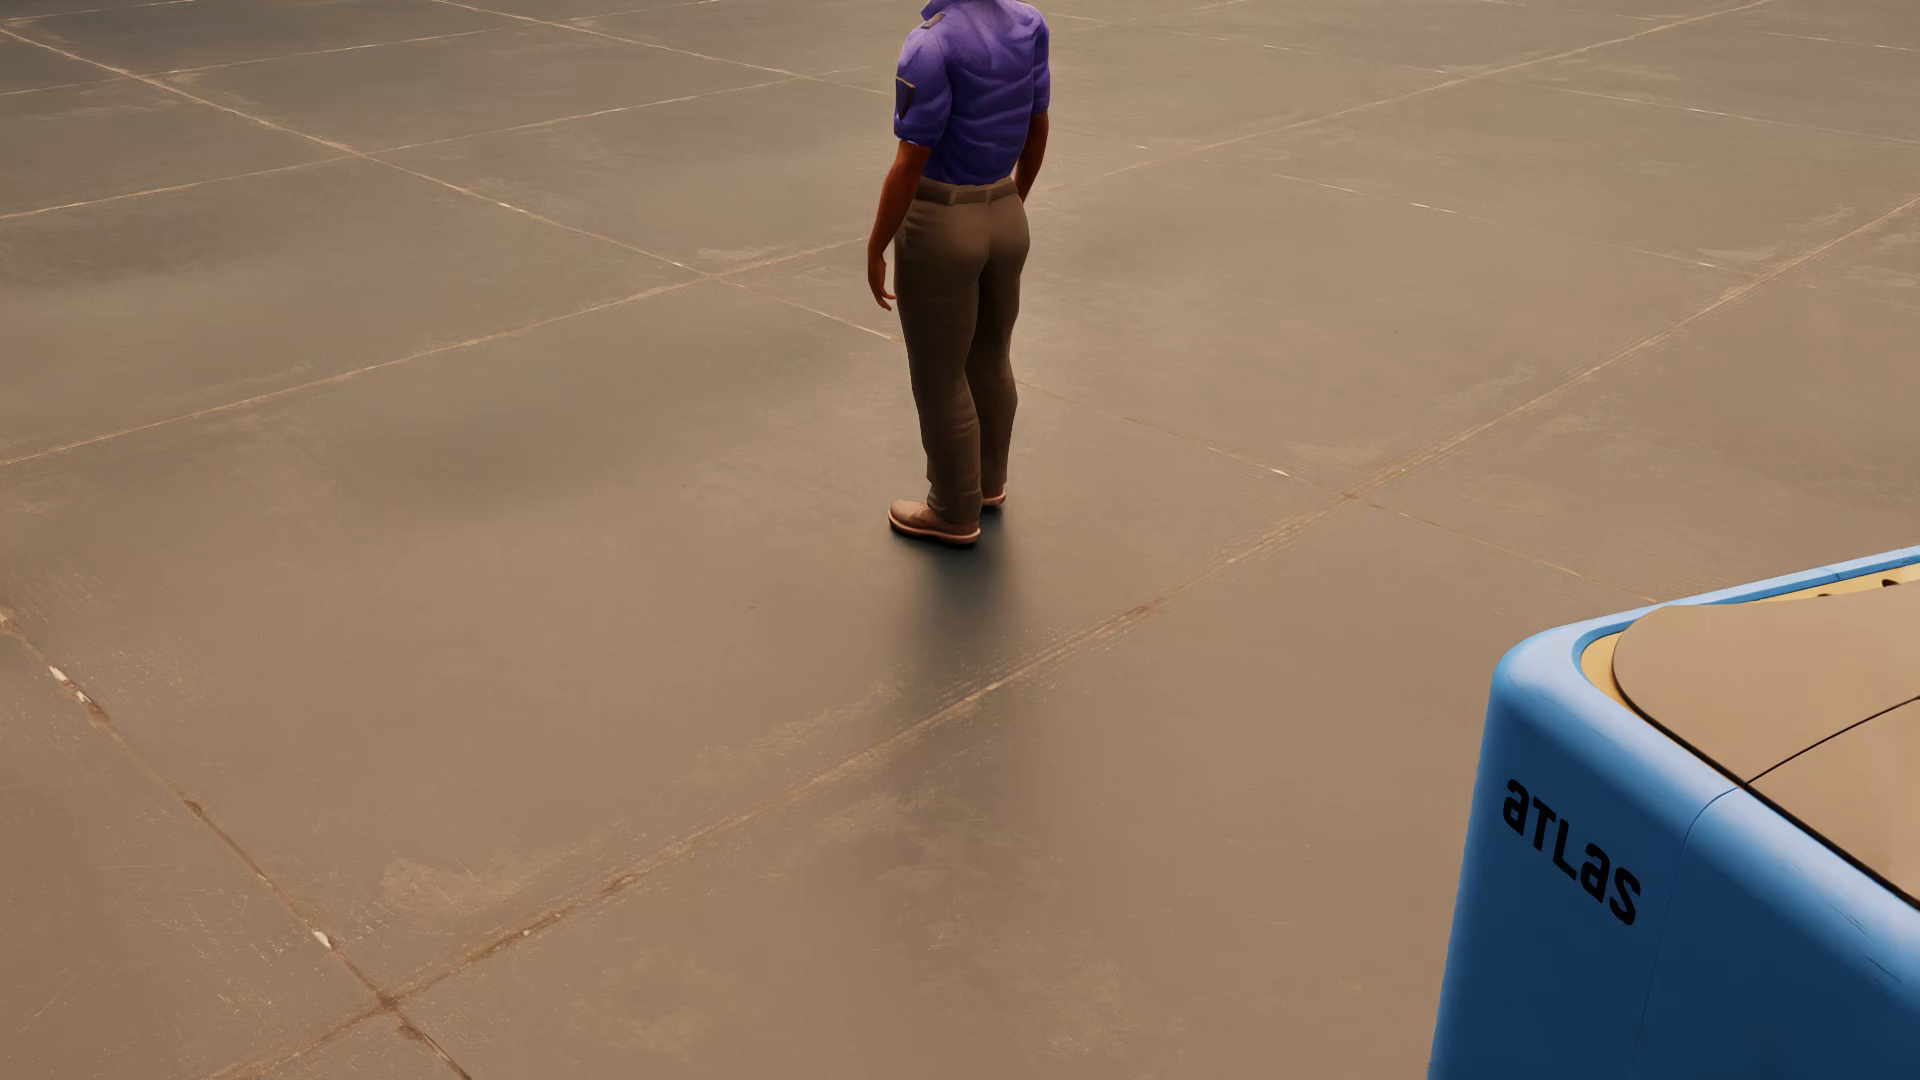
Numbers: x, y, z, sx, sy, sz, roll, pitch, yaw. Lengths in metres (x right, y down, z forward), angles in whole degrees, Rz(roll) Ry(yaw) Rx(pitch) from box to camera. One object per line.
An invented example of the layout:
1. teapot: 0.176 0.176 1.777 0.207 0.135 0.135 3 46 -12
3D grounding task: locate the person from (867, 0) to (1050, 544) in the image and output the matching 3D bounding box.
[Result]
1. person: -0.048 -0.783 4.243 0.569 1.656 0.503 -24 35 -39

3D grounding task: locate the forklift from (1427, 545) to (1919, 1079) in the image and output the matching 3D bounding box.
1. forklift: 1.607 0.280 0.642 1.130 2.935 3.031 -10 28 -20
